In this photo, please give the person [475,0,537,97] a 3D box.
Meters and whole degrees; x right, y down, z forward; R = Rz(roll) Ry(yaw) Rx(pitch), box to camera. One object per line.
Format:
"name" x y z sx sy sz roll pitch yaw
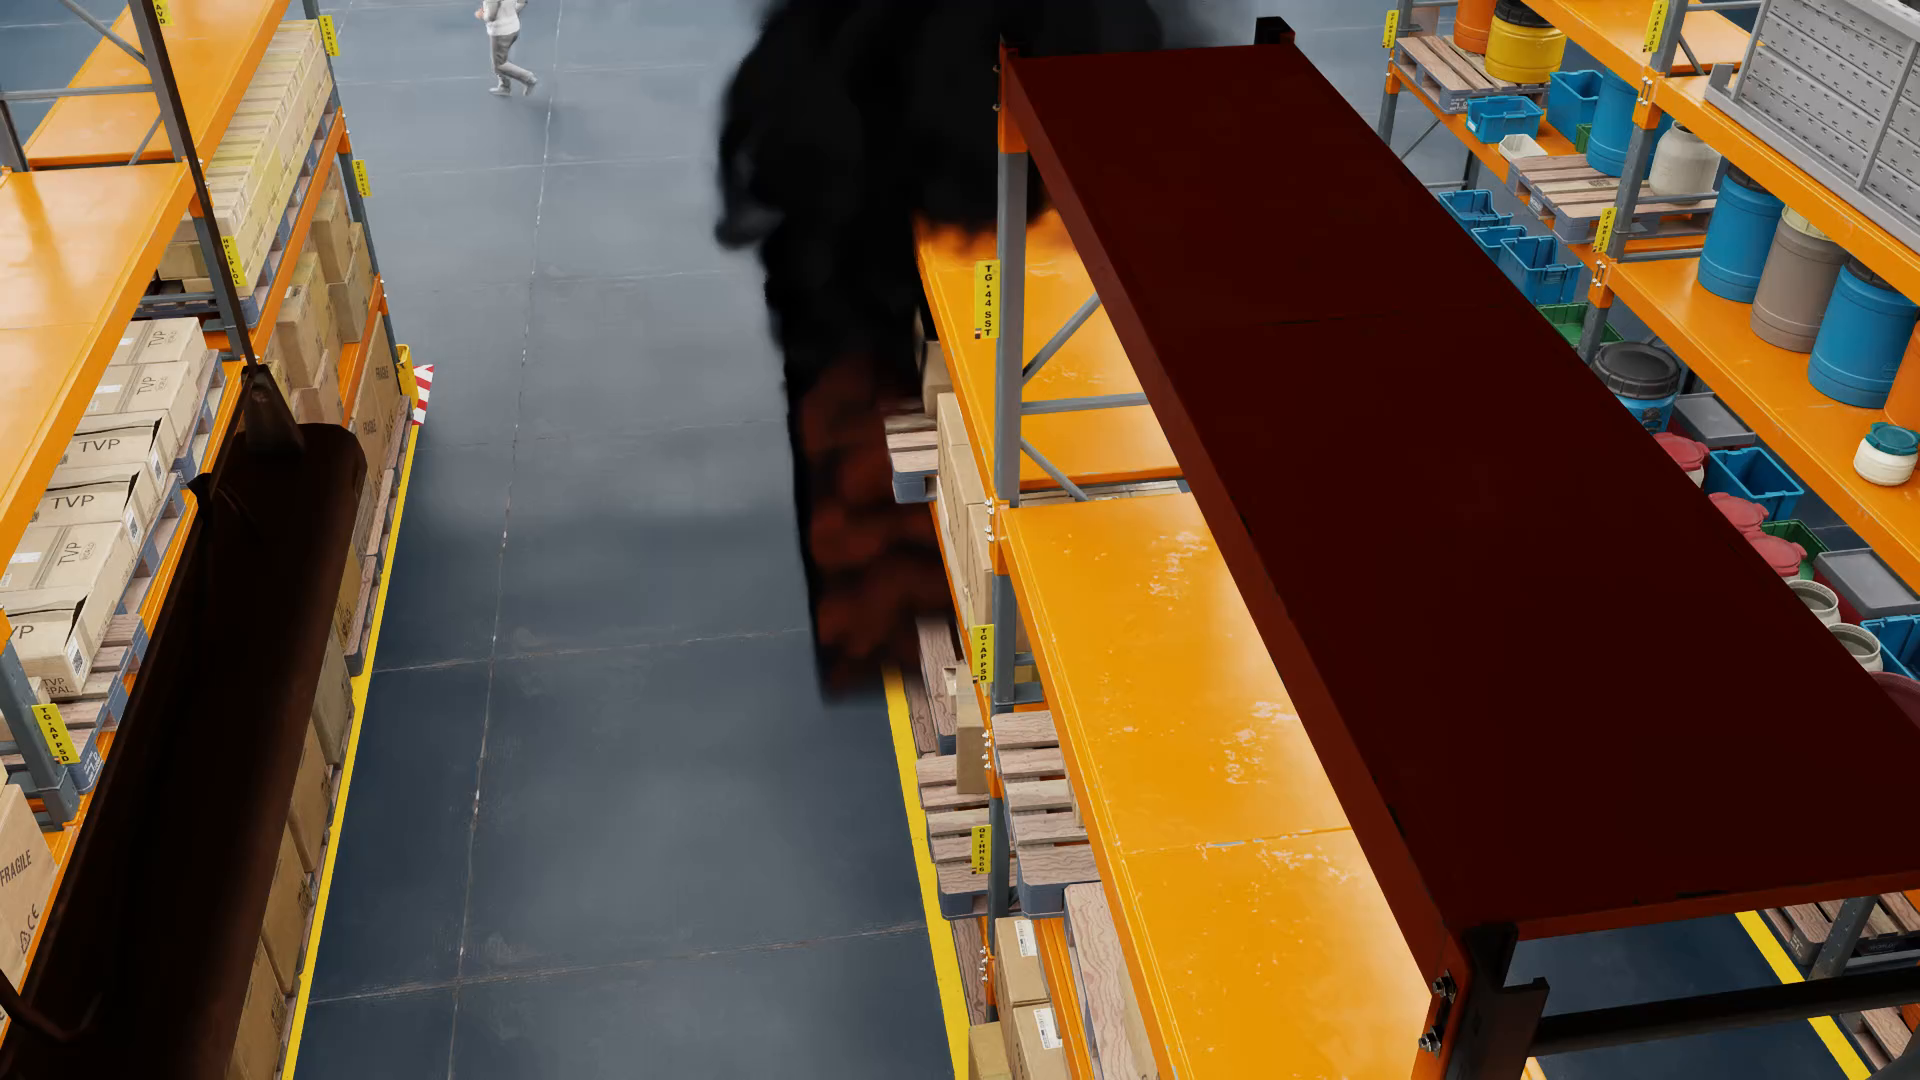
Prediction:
"person" -5.617 -6.306 20.574 0.803 1.739 0.668 12 38 16
